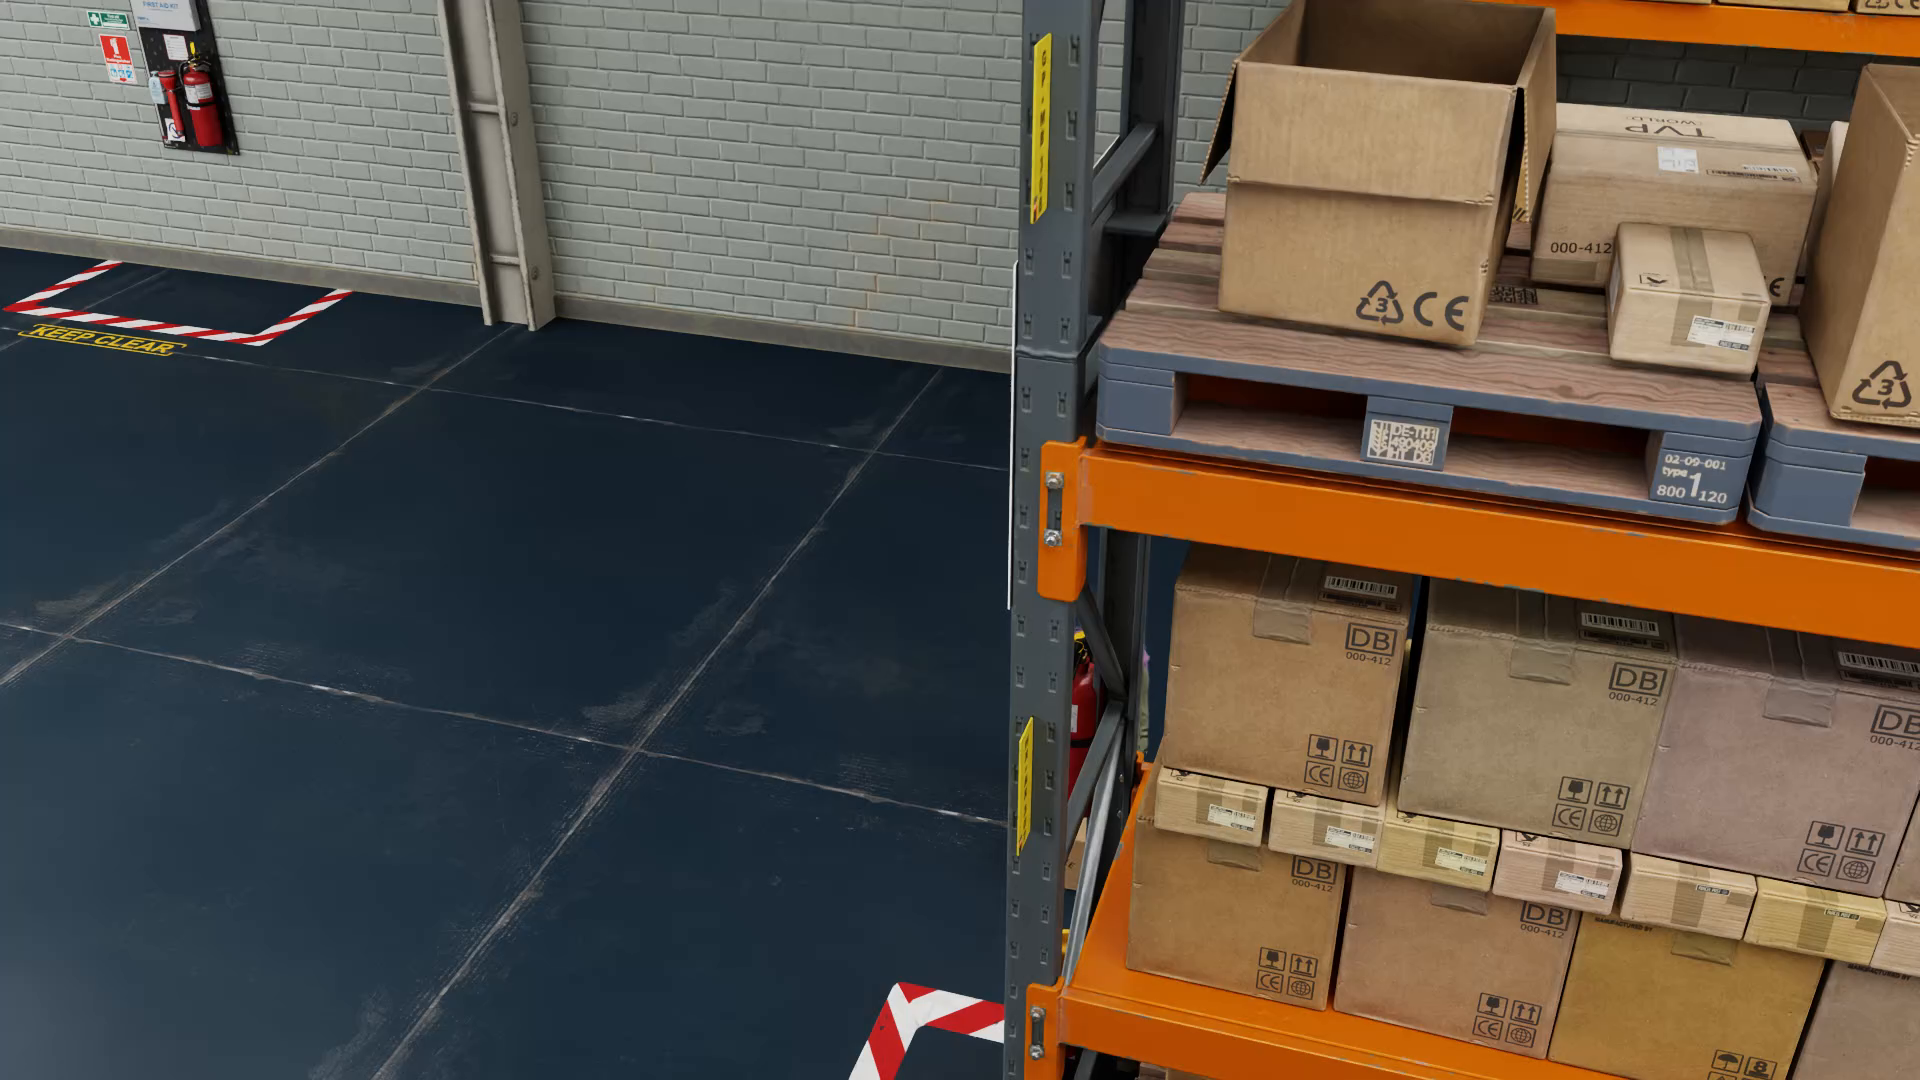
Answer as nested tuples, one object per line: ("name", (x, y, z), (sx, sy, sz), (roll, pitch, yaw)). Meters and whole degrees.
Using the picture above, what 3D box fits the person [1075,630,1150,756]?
("person", (0.557, 0.691, 6.566), (0.450, 0.963, 0.779), (9, 31, 15))
